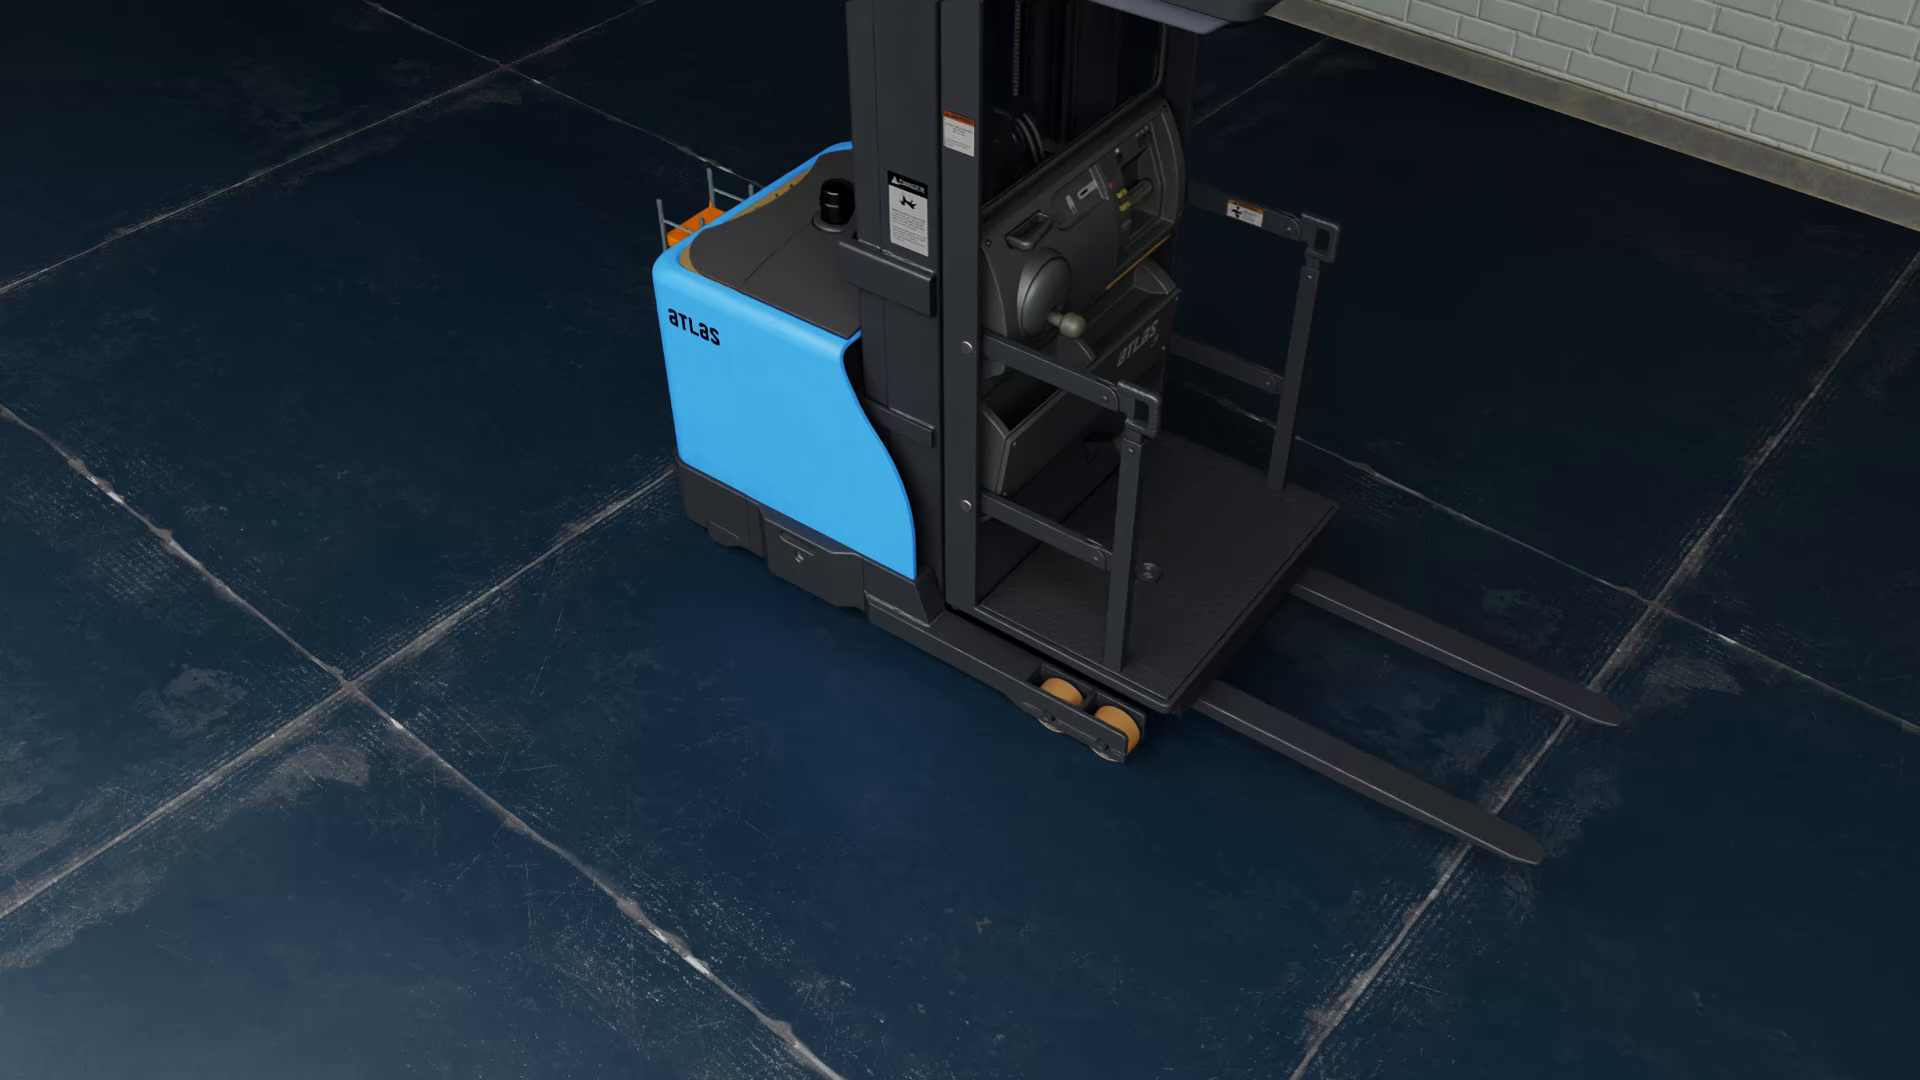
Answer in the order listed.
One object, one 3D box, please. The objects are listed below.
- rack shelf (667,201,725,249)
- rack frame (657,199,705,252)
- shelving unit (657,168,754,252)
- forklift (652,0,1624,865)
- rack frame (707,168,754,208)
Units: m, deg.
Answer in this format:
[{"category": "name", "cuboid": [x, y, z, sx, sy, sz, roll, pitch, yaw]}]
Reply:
[{"category": "rack shelf", "cuboid": [-0.833, -0.950, 5.608, 0.215, 0.259, 0.240, 25, 48, 25]}, {"category": "rack frame", "cuboid": [-0.903, -0.681, 5.718, 0.200, 1.050, 0.008, 25, 48, 25]}, {"category": "shelving unit", "cuboid": [-0.833, -0.748, 5.792, 0.215, 1.050, 0.252, 25, 48, 25]}, {"category": "forklift", "cuboid": [0.523, -0.828, 4.482, 3.031, 2.935, 1.130, 26, 48, 26]}, {"category": "rack frame", "cuboid": [-0.763, -0.815, 5.866, 0.200, 1.050, 0.008, 25, 48, 25]}]
